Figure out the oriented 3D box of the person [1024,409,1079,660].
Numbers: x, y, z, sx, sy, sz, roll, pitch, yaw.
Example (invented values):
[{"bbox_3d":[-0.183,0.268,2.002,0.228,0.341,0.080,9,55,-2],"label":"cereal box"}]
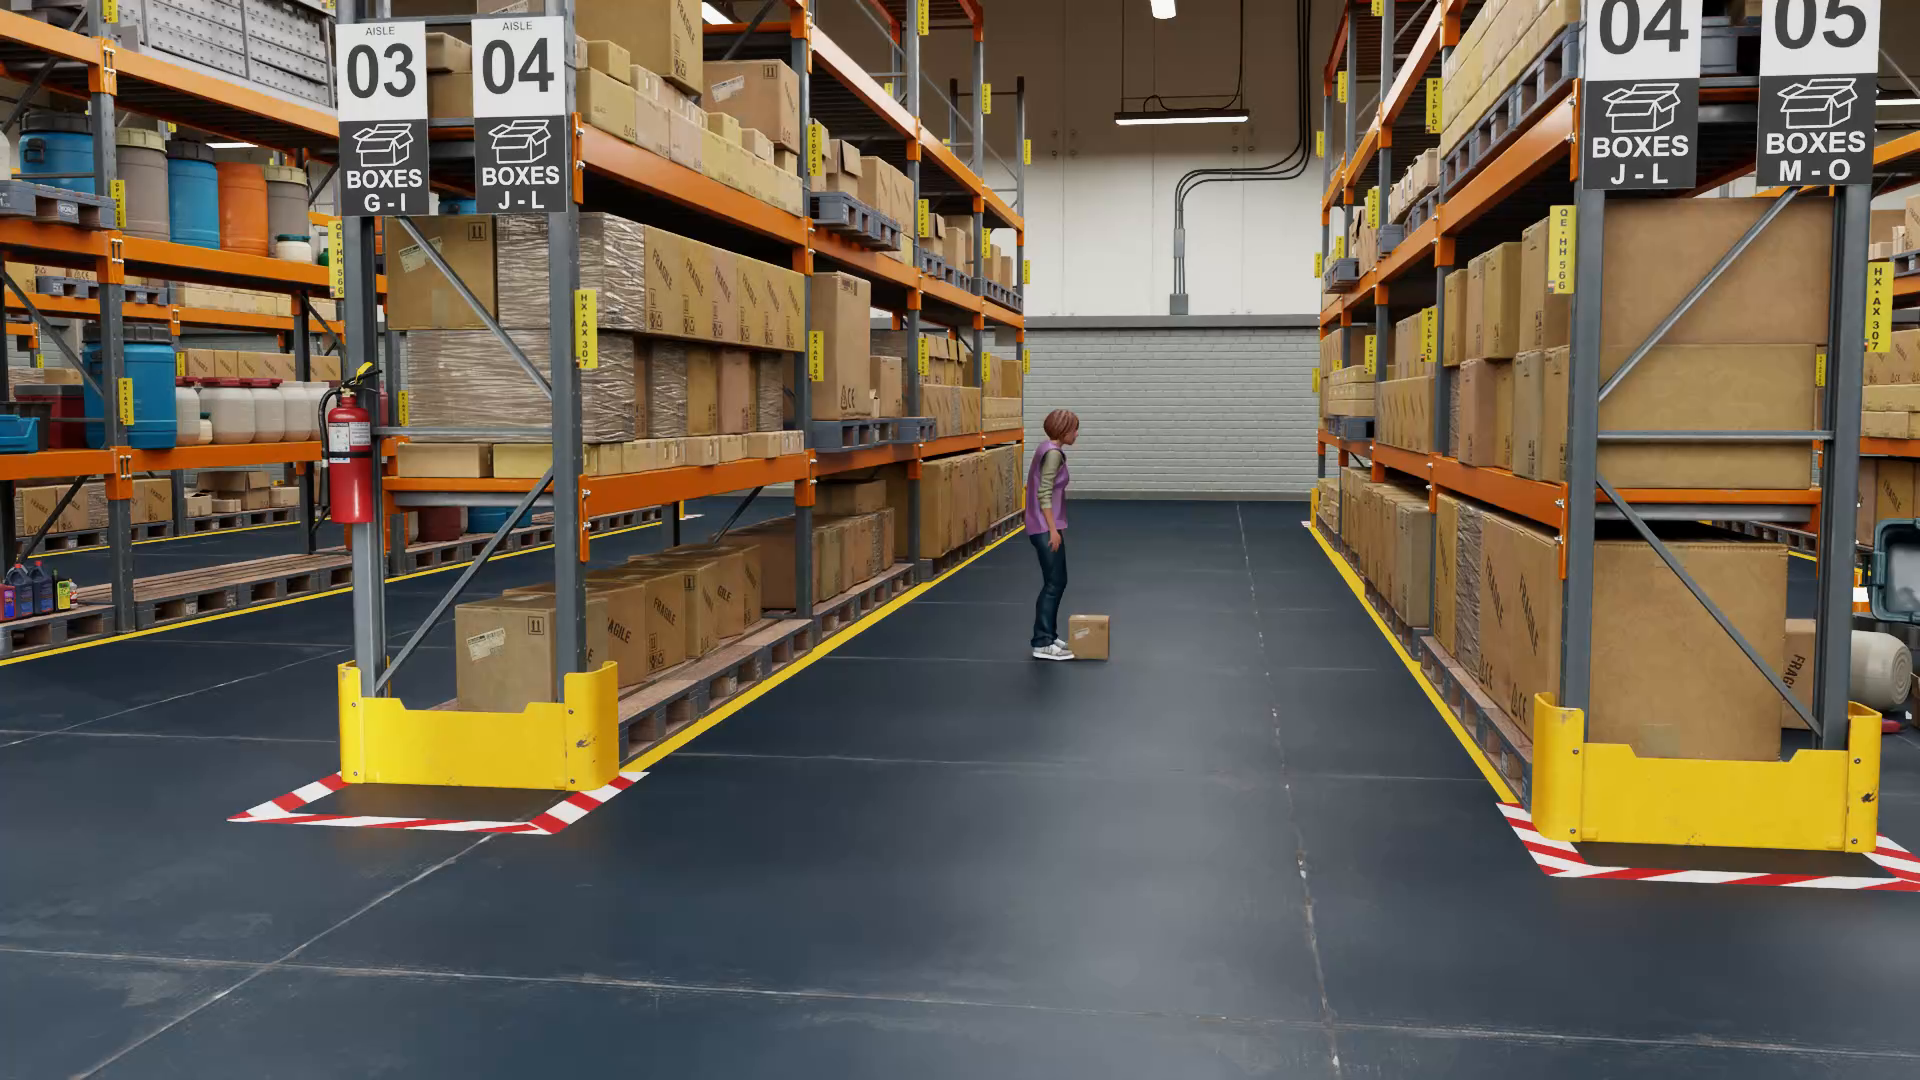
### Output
[{"bbox_3d":[0.587,0.011,10.697,0.348,1.477,0.475,0,5,5],"label":"person"}]
